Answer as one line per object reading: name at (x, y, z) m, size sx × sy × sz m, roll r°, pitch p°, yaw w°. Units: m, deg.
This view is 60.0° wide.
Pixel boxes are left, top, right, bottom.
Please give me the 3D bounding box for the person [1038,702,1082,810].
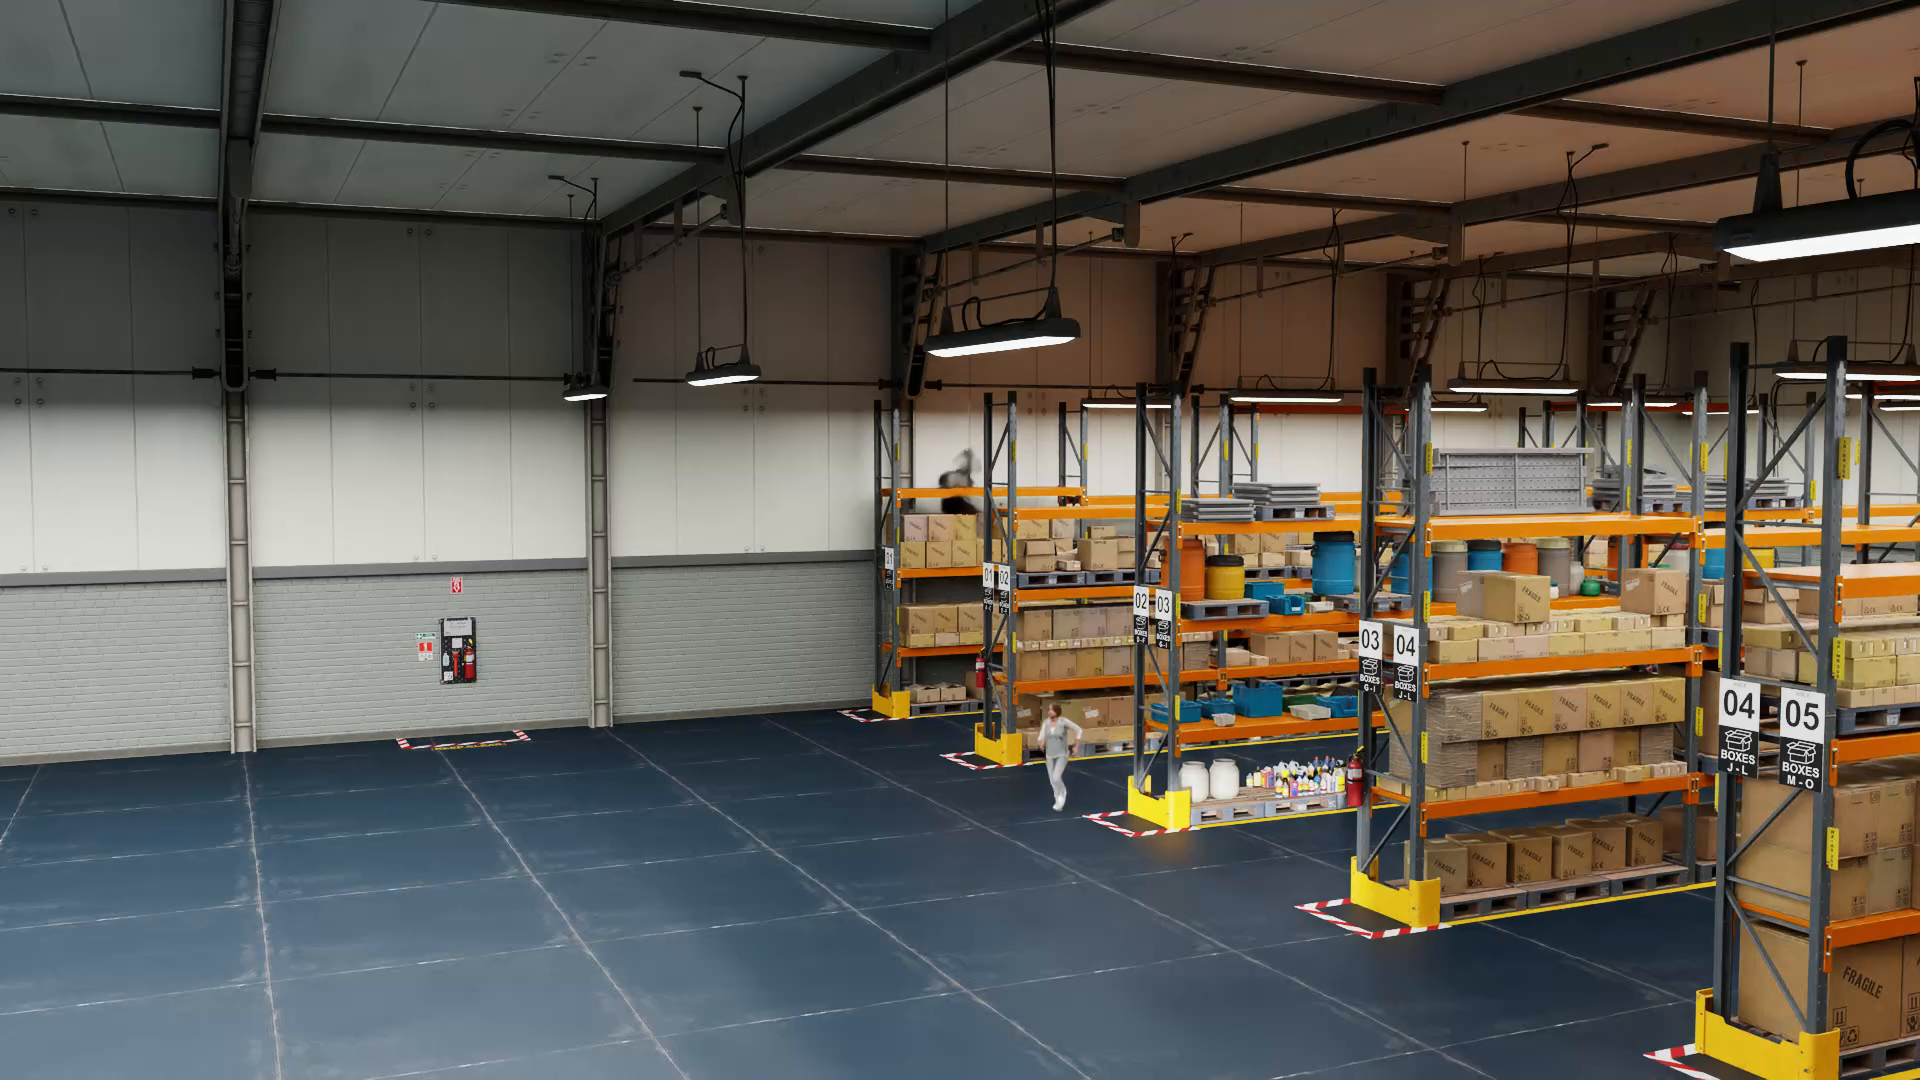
person at (1.360, 3.029, 23.124) m, size 0.560 × 1.539 × 0.741 m, roll 2°, pitch 4°, yaw 29°
